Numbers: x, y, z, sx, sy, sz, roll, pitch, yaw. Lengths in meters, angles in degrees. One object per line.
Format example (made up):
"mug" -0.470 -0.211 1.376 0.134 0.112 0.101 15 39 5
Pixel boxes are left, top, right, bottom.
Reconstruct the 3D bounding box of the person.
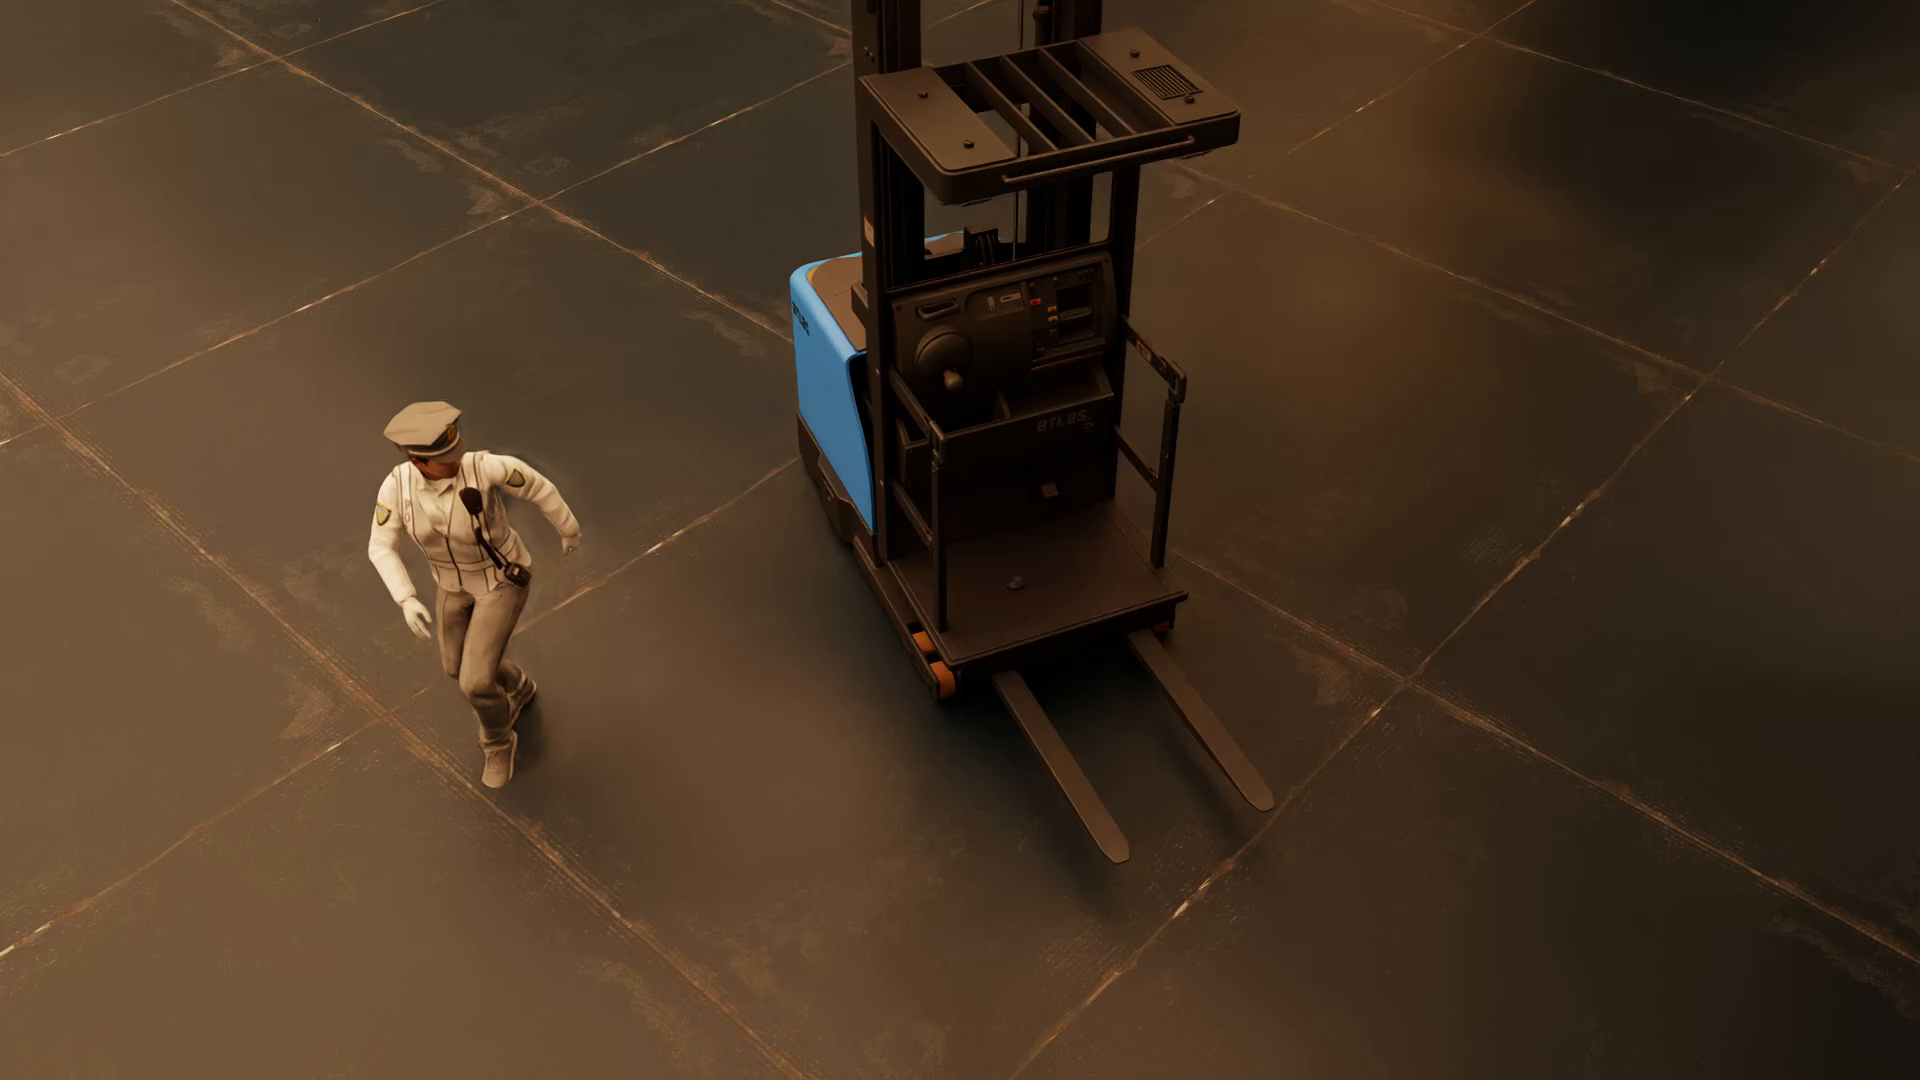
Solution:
"person" -1.822 0.183 6.283 0.577 1.666 0.734 13 42 15

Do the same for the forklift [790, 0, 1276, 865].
"forklift" 0.268 -0.768 6.323 1.130 2.935 3.031 -16 43 -18
